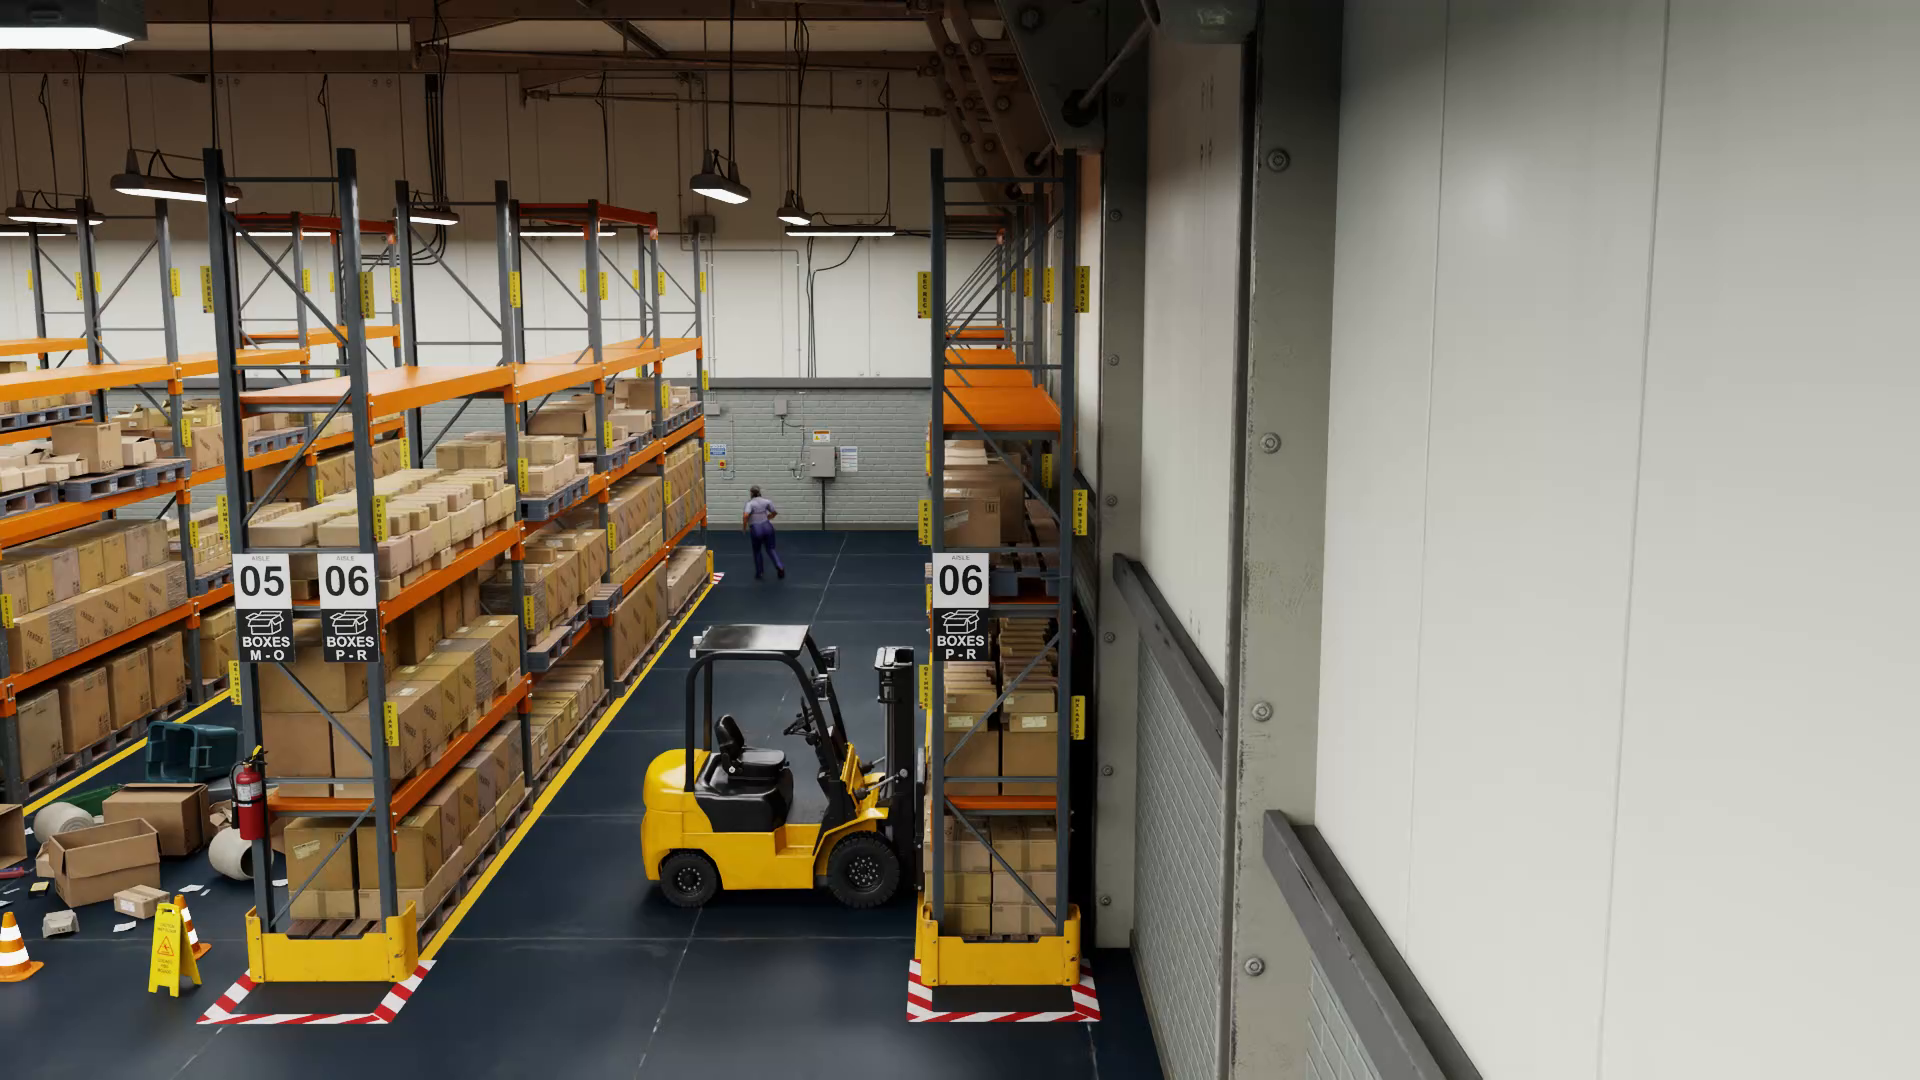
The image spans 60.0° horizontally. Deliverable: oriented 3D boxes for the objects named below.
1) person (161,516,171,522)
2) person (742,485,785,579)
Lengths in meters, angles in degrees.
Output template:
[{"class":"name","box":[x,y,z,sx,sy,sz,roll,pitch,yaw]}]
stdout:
[{"class":"person","box":[-11.364,0.491,24.066,0.692,1.742,0.729,-1,9,-4]},{"class":"person","box":[-3.393,-0.113,28.045,0.671,1.635,0.871,-5,10,-28]}]
